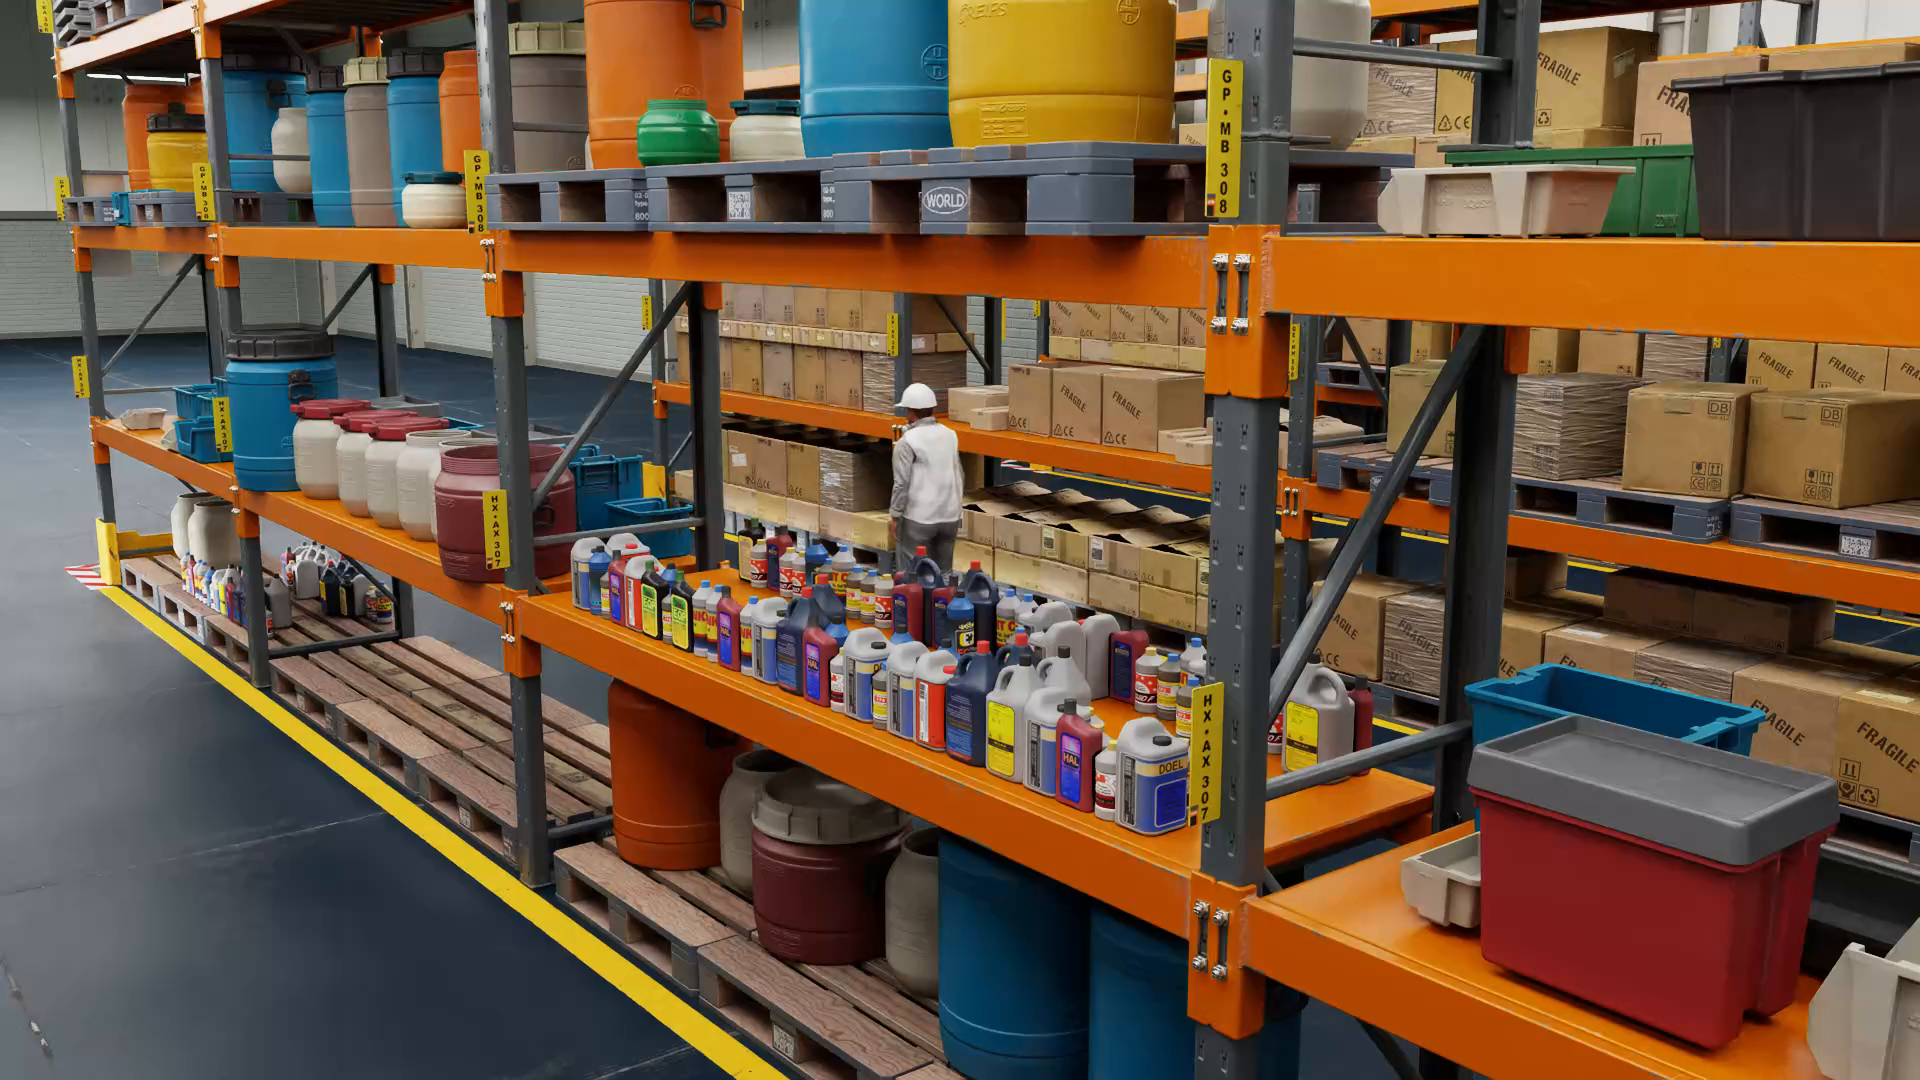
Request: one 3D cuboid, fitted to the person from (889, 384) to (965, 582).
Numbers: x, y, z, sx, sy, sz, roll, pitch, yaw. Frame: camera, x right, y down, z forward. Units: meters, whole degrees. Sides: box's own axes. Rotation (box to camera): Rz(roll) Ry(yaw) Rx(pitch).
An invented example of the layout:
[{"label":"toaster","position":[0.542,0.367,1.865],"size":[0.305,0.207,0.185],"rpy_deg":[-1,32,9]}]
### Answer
[{"label":"person","position":[-0.224,-0.166,11.227],"size":[0.581,1.772,0.460],"rpy_deg":[-8,14,-37]}]
